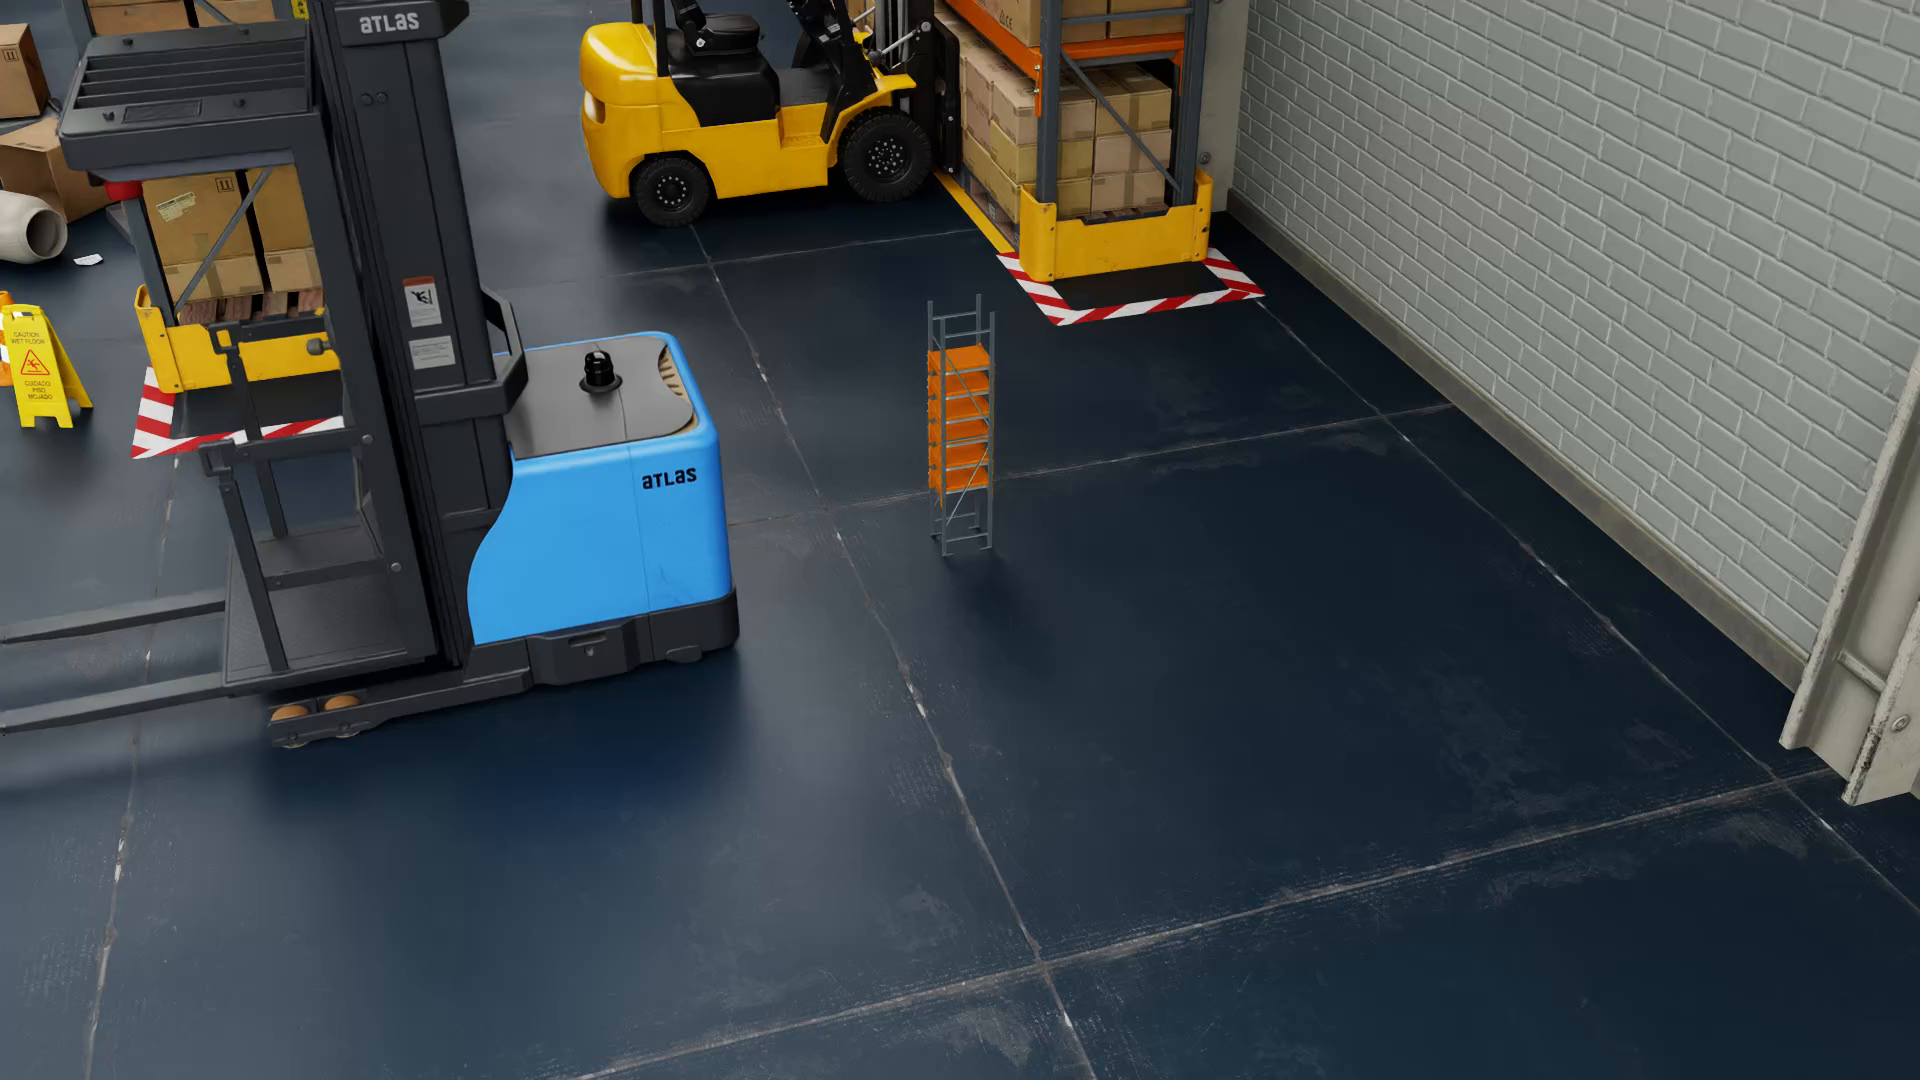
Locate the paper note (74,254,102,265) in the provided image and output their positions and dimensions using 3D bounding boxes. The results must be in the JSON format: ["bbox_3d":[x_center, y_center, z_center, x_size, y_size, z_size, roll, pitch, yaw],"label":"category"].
[{"bbox_3d":[-5.437,-1.752,10.374,0.142,0.019,0.148,-23,40,-31],"label":"paper note"}]

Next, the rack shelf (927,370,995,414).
[{"bbox_3d":[0.004,-0.656,7.300,0.258,0.103,0.180,-10,35,-15],"label":"rack shelf"}]

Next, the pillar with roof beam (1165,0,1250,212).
[{"bbox_3d":[-2.501,-5.311,7.626,9.100,9.000,0.400,-10,35,-15],"label":"pillar with roof beam"}]

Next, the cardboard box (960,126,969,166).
[{"bbox_3d":[0.222,-2.764,11.325,0.500,0.250,0.500,-10,35,-14],"label":"cardboard box"}]

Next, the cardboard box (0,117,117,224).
[{"bbox_3d":[-5.962,-2.446,10.995,0.500,0.500,0.500,13,36,18],"label":"cardboard box"}]

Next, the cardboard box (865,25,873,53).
[{"bbox_3d":[-0.435,-3.834,12.944,0.500,0.250,0.500,-10,35,-14],"label":"cardboard box"}]

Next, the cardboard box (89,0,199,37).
[{"bbox_3d":[-4.201,-2.583,8.578,0.500,0.500,0.500,-11,35,-16],"label":"cardboard box"}]

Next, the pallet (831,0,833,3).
[{"bbox_3d":[-0.905,-4.974,15.086,1.003,0.211,1.213,-10,35,-15],"label":"pallet"}]

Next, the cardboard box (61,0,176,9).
[{"bbox_3d":[-4.137,-2.993,8.291,0.700,0.500,0.500,-11,35,-16],"label":"cardboard box"}]

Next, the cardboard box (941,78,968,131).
[{"bbox_3d":[0.186,-2.988,11.210,0.500,0.250,0.500,-11,35,-16],"label":"cardboard box"}]

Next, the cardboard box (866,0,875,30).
[{"bbox_3d":[-0.414,-4.046,12.812,0.500,0.250,0.500,-10,35,-15],"label":"cardboard box"}]

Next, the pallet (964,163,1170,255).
[{"bbox_3d":[0.680,-2.246,10.958,1.003,0.211,1.213,-10,35,-15],"label":"pallet"}]

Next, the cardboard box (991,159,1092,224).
[{"bbox_3d":[0.508,-2.237,10.528,0.500,0.250,0.500,-10,35,-14],"label":"cardboard box"}]

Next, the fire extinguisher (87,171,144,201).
[{"bbox_3d":[-4.177,-2.009,8.139,0.296,0.674,0.183,-10,35,-15],"label":"fire extinguisher"}]

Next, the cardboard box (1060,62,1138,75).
[{"bbox_3d":[0.830,-3.006,10.785,0.500,0.250,0.500,-10,35,-15],"label":"cardboard box"}]

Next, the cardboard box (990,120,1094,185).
[{"bbox_3d":[0.507,-2.455,10.404,0.500,0.250,0.500,-10,35,-15],"label":"cardboard box"}]

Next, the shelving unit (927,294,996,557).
[{"bbox_3d":[0.004,-0.493,7.408,0.258,1.200,0.189,-10,35,-15],"label":"shelving unit"}]

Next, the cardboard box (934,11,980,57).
[{"bbox_3d":[0.043,-3.448,11.453,0.500,0.250,0.500,-11,35,-16],"label":"cardboard box"}]

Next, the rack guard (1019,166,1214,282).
[{"bbox_3d":[0.960,-1.960,10.262,1.175,0.500,0.348,-10,35,-15],"label":"rack guard"}]

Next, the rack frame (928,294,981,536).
[{"bbox_3d":[-0.023,-0.541,7.480,0.240,1.200,0.006,-10,35,-15],"label":"rack frame"}]

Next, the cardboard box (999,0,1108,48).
[{"bbox_3d":[0.552,-3.271,9.889,0.500,0.500,0.500,-11,35,-16],"label":"cardboard box"}]

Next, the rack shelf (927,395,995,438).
[{"bbox_3d":[0.004,-0.556,7.366,0.258,0.103,0.180,-10,35,-15],"label":"rack shelf"}]

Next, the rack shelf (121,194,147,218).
[{"bbox_3d":[-4.383,-2.929,10.114,1.077,0.370,4.000,-10,35,-15],"label":"rack shelf"}]

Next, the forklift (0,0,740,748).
[{"bbox_3d":[-2.504,-0.736,6.205,3.031,2.935,1.130,-11,35,-15],"label":"forklift"}]

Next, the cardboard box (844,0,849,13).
[{"bbox_3d":[-0.667,-4.981,14.340,0.875,0.625,0.625,-10,35,-15],"label":"cardboard box"}]

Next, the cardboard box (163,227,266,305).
[{"bbox_3d":[-4.283,-1.598,9.561,0.500,0.250,0.500,-10,35,-15],"label":"cardboard box"}]

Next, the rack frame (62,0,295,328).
[{"bbox_3d":[-3.773,-2.179,8.326,1.000,3.000,0.127,-10,35,-15],"label":"rack frame"}]

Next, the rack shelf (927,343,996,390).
[{"bbox_3d":[0.004,-0.756,7.234,0.258,0.103,0.180,-10,35,-15],"label":"rack shelf"}]

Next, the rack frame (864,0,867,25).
[{"bbox_3d":[-0.267,-5.115,12.771,1.000,3.000,0.127,-10,35,-15],"label":"rack frame"}]

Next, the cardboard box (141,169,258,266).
[{"bbox_3d":[-4.266,-1.896,9.332,0.500,0.500,0.500,-10,35,-14],"label":"cardboard box"}]

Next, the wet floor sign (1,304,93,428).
[{"bbox_3d":[-4.734,-0.917,8.552,0.267,0.644,0.232,1,33,2],"label":"wet floor sign"}]

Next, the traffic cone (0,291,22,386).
[{"bbox_3d":[-5.133,-1.129,9.039,0.336,0.463,0.334,-10,35,-15],"label":"traffic cone"}]

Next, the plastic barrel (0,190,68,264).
[{"bbox_3d":[-5.845,-1.934,10.292,0.512,0.421,0.421,13,36,18],"label":"plastic barrel"}]

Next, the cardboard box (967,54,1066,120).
[{"bbox_3d":[0.354,-2.917,10.650,0.500,0.250,0.500,-9,35,-14],"label":"cardboard box"}]
